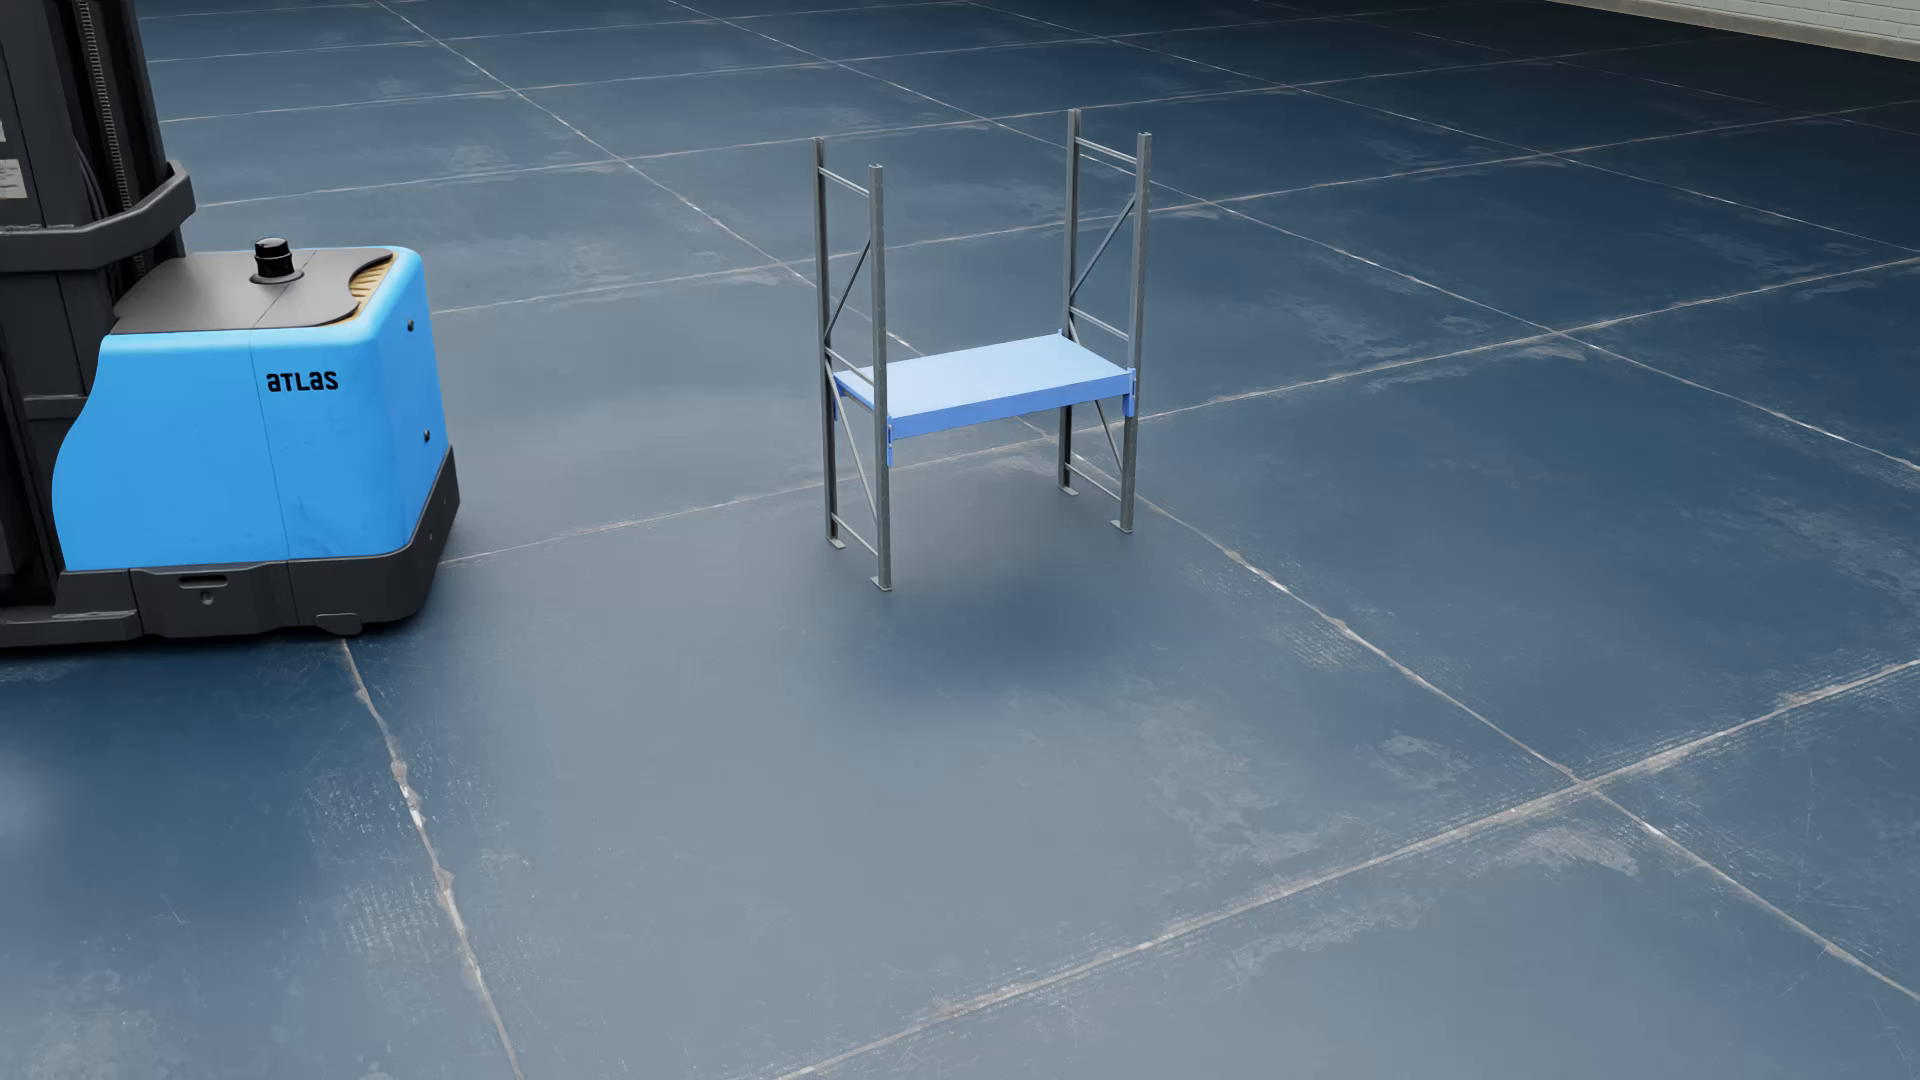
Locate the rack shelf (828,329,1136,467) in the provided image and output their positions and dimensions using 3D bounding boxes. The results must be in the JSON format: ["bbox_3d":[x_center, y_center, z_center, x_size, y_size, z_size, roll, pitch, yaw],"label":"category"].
[{"bbox_3d":[0.075,-0.531,6.039,1.000,0.185,0.538,-13,29,-25],"label":"rack shelf"}]

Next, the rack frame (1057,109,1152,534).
[{"bbox_3d":[0.524,-0.797,6.177,0.032,1.500,0.500,-13,29,-25],"label":"rack frame"}]

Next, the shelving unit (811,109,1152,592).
[{"bbox_3d":[0.075,-0.693,5.962,1.048,1.500,0.538,-13,29,-25],"label":"shelving unit"}]

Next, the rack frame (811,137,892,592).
[{"bbox_3d":[-0.373,-0.590,5.746,0.032,1.500,0.500,-13,29,-25],"label":"rack frame"}]

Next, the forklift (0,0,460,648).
[{"bbox_3d":[-3.371,-1.137,5.233,3.031,2.935,1.130,-3,26,-6],"label":"forklift"}]
